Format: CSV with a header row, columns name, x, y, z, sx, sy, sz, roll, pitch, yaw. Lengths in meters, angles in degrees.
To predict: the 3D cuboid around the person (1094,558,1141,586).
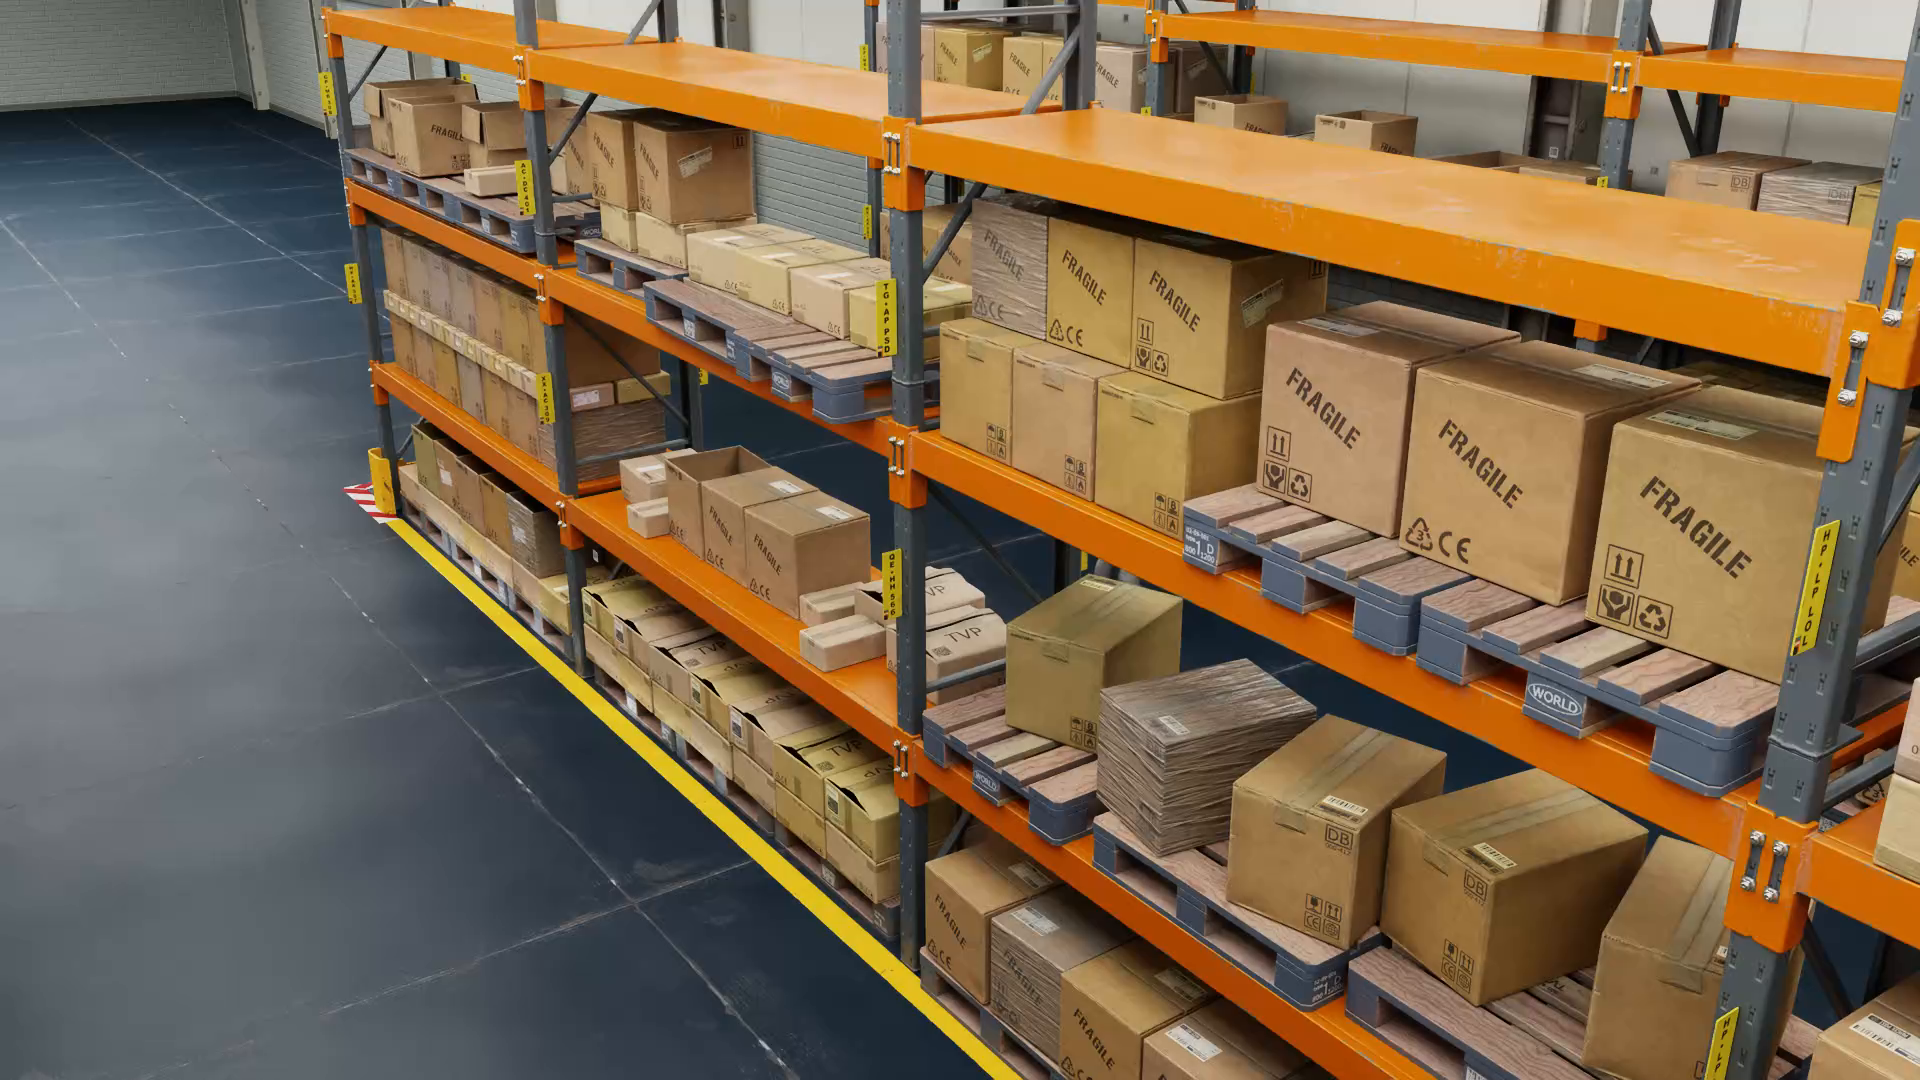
name,x,y,z,sx,sy,sz,roll,pitch,yaw
person,1.214,-0.235,11.988,0.541,1.656,0.455,-14,26,-32
